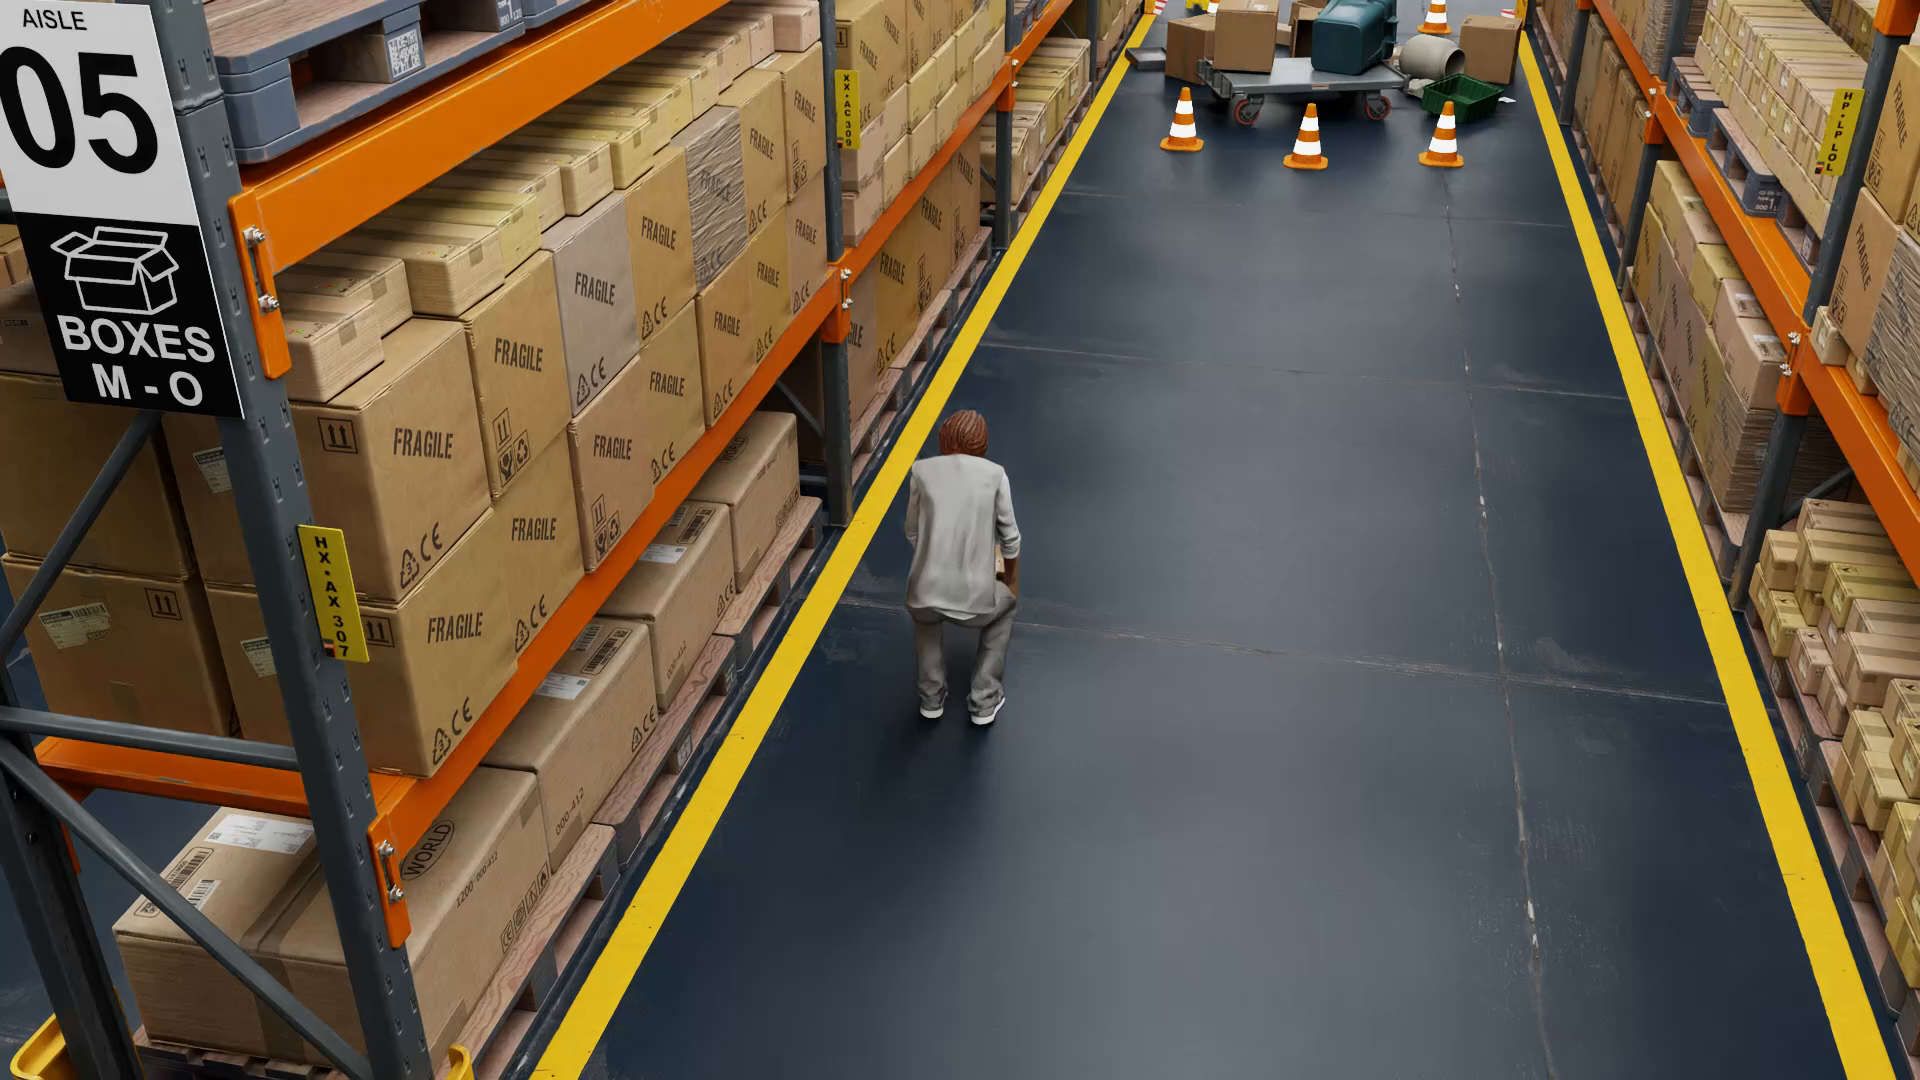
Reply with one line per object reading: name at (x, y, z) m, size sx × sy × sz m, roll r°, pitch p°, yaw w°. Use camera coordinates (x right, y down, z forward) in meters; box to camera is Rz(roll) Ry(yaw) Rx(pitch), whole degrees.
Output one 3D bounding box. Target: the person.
person at (-0.020, 0.139, 6.378) m, size 0.464 × 1.122 × 0.730 m, roll 6°, pitch 30°, yaw 11°
